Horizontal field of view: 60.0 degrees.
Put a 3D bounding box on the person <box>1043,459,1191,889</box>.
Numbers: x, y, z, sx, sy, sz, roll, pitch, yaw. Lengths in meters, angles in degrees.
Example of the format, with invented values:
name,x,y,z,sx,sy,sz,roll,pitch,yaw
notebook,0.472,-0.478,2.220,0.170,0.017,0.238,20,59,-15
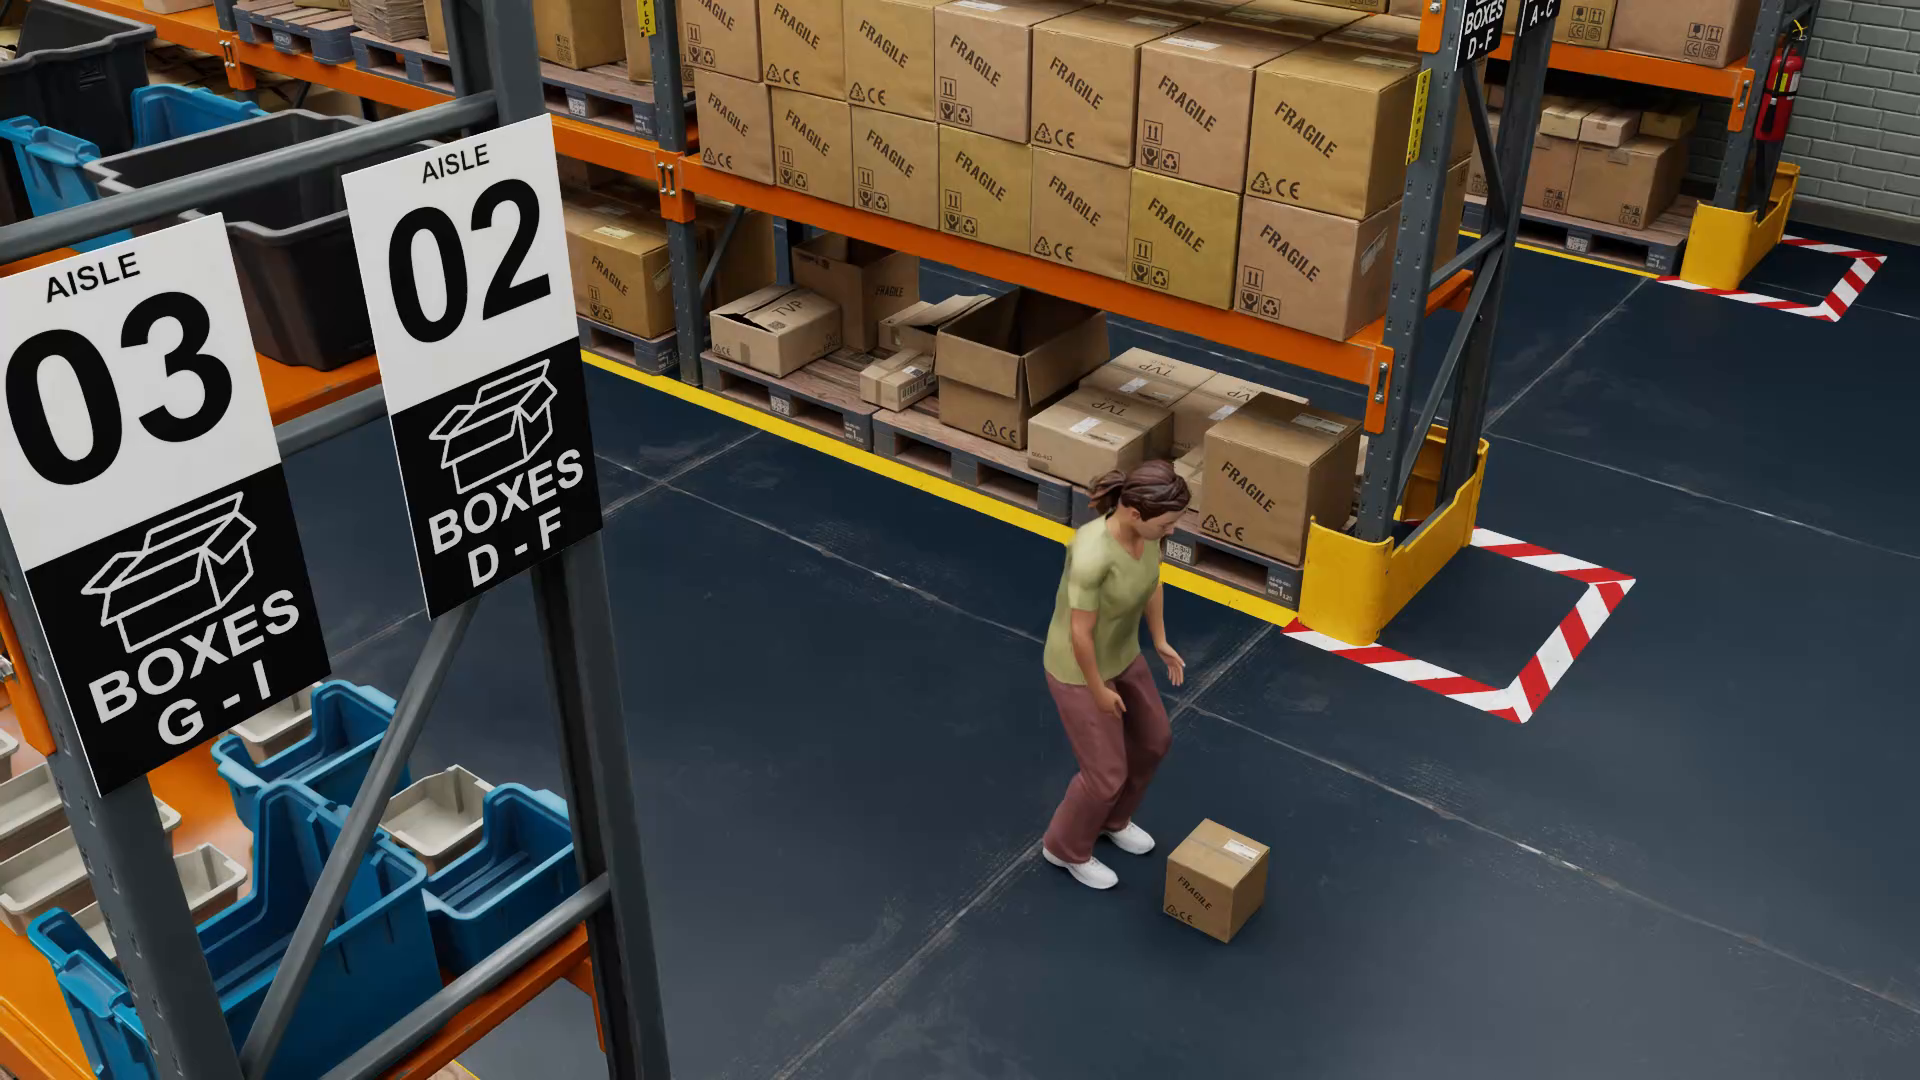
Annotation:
name,x,y,z,sx,sy,sz,roll,pitch,yaw
person,0.517,0.422,5.512,0.426,1.603,0.478,22,38,32
